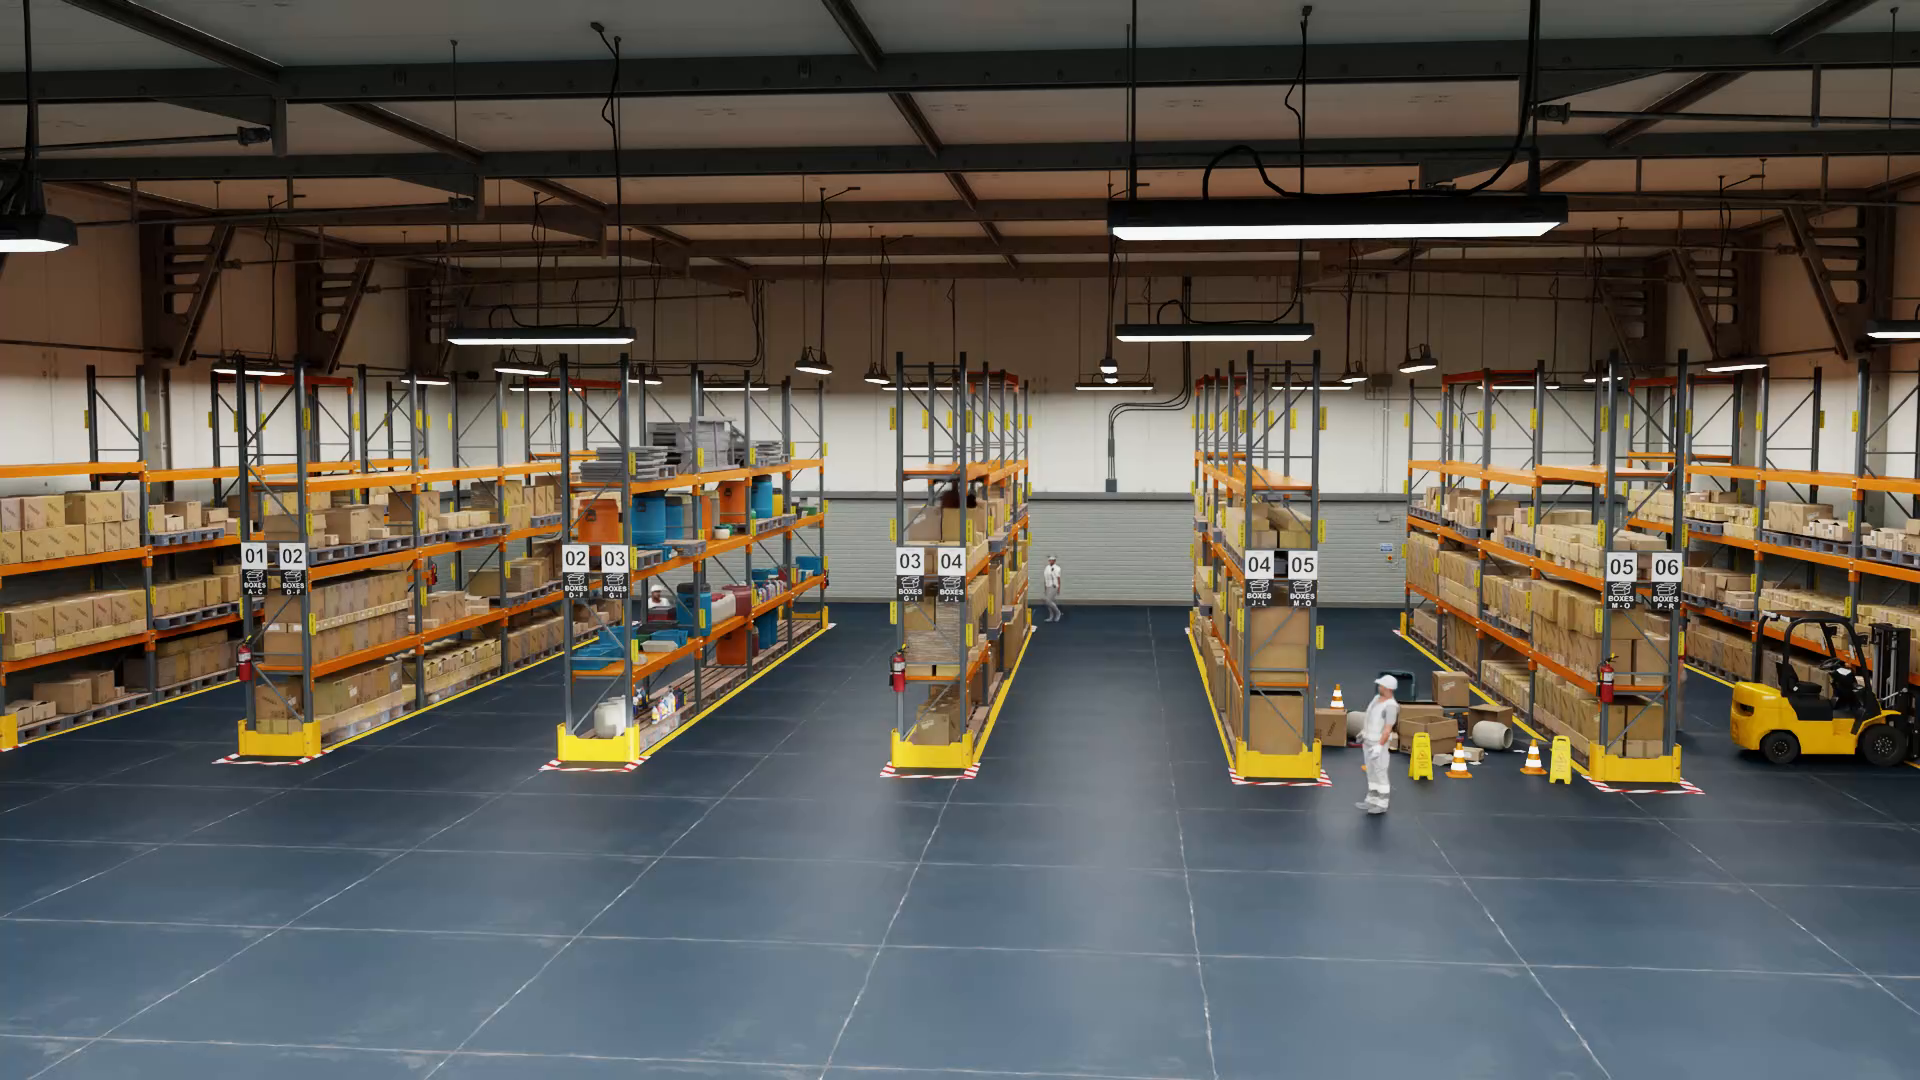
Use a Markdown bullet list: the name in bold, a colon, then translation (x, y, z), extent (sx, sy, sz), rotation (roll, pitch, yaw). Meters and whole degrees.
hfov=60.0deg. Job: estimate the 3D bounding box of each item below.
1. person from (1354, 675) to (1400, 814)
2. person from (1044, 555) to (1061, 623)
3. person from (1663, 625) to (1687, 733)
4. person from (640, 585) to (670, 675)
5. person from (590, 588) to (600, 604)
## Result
- **person**: translation (5.318, 2.597, 21.337), extent (0.446, 1.781, 0.686), rotation (-1, 4, -18)
- **person**: translation (2.271, 1.206, 41.482), extent (0.419, 1.705, 0.435), rotation (-1, 4, -20)
- **person**: translation (11.549, 2.241, 26.921), extent (0.408, 1.736, 0.596), rotation (3, 5, 32)
- **person**: translation (-6.076, 1.806, 33.216), extent (0.672, 1.828, 0.852), rotation (0, 4, 4)
- **person**: translation (-9.542, 1.072, 42.719), extent (0.498, 1.754, 0.593), rotation (1, 4, 8)
